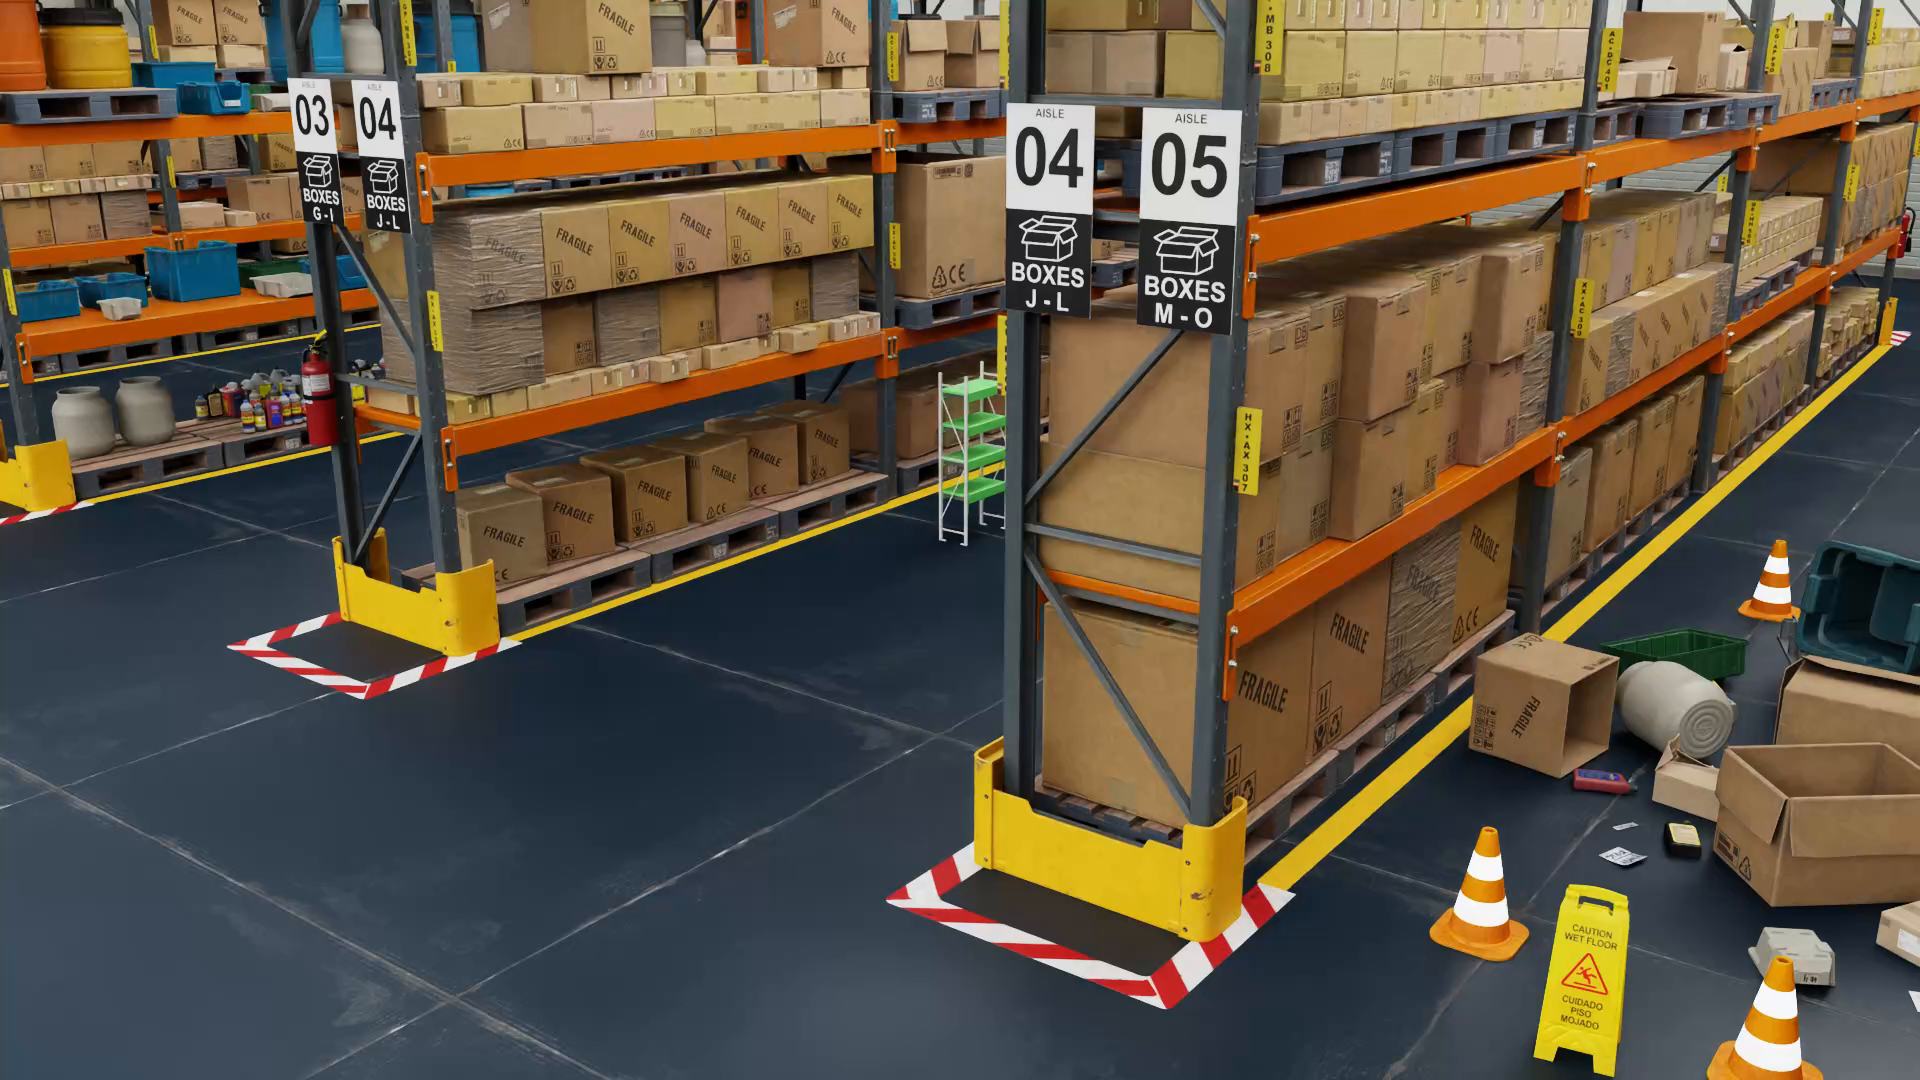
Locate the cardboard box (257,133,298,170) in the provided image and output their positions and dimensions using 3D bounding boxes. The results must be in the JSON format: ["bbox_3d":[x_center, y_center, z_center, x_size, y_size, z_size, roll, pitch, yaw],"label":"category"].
[{"bbox_3d":[-9.975,-5.679,24.268,0.500,0.500,0.500,13,22,36],"label":"cardboard box"}]

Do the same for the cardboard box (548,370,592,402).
[{"bbox_3d":[-2.483,-0.960,10.199,0.380,0.149,0.250,12,21,35],"label":"cardboard box"}]

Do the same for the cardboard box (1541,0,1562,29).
[{"bbox_3d":[2.742,-2.608,8.229,0.380,0.149,0.250,12,21,35],"label":"cardboard box"}]

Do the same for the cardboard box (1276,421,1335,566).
[{"bbox_3d":[1.116,-0.280,7.334,0.875,0.550,0.550,12,21,35],"label":"cardboard box"}]

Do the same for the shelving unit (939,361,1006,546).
[{"bbox_3d":[0.099,-0.612,11.693,0.258,1.200,0.503,12,21,35],"label":"shelving unit"}]

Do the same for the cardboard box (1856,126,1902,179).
[{"bbox_3d":[9.477,-4.056,17.391,0.500,0.500,0.500,14,22,37],"label":"cardboard box"}]

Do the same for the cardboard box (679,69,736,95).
[{"bbox_3d":[-1.661,-2.938,10.670,0.380,0.149,0.250,14,22,37],"label":"cardboard box"}]

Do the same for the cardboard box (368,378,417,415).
[{"bbox_3d":[-3.298,-0.862,9.885,0.380,0.149,0.250,12,21,35],"label":"cardboard box"}]

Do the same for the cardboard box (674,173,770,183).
[{"bbox_3d":[-1.688,-2.316,11.787,0.500,0.500,0.500,12,21,35],"label":"cardboard box"}]

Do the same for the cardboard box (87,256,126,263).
[{"bbox_3d":[-11.824,-3.897,22.708,0.700,0.500,0.500,13,21,35],"label":"cardboard box"}]

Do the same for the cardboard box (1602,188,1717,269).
[{"bbox_3d":[5.112,-2.302,12.246,0.700,0.500,0.500,12,21,34],"label":"cardboard box"}]

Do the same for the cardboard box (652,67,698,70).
[{"bbox_3d":[-1.983,-3.108,11.218,0.380,0.149,0.250,12,21,34],"label":"cardboard box"}]

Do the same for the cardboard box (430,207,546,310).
[{"bbox_3d":[-2.755,-1.628,9.571,0.500,0.500,0.500,12,21,35],"label":"cardboard box"}]

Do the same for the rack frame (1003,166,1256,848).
[{"bbox_3d":[0.621,0.023,6.612,1.000,3.000,0.127,12,21,35],"label":"rack frame"}]

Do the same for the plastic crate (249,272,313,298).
[{"bbox_3d":[-5.661,-2.148,14.047,0.530,0.136,0.437,12,21,35],"label":"plastic crate"}]

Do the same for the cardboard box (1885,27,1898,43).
[{"bbox_3d":[8.961,-4.956,16.326,0.380,0.149,0.250,14,22,37],"label":"cardboard box"}]

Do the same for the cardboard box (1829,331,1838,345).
[{"bbox_3d":[8.785,-2.112,17.083,0.380,0.149,0.250,14,22,37],"label":"cardboard box"}]

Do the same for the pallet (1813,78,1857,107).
[{"bbox_3d":[7.318,-4.050,14.986,1.213,0.211,1.003,12,21,35],"label":"pallet"}]

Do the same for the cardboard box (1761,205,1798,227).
[{"bbox_3d":[7.068,-2.824,14.492,0.380,0.149,0.250,12,21,33],"label":"cardboard box"}]

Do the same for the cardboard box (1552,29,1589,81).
[{"bbox_3d":[2.917,-2.518,8.612,0.500,0.250,0.500,12,21,34],"label":"cardboard box"}]

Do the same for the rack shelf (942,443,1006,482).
[{"bbox_3d":[0.099,-0.551,11.712,0.258,0.148,0.480,12,21,35],"label":"rack shelf"}]

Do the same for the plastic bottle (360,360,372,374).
[{"bbox_3d":[-5.523,-1.519,15.417,0.061,0.283,0.133,12,21,35],"label":"plastic bottle"}]

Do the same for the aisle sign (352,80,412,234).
[{"bbox_3d":[-3.098,-2.051,8.908,0.394,0.787,0.004,12,21,35],"label":"aisle sign"}]

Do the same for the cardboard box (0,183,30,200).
[{"bbox_3d":[-9.620,-3.534,16.805,0.380,0.149,0.250,13,22,36],"label":"cardboard box"}]

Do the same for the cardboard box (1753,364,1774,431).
[{"bbox_3d":[6.613,-1.256,14.237,0.500,0.500,0.500,12,21,33],"label":"cardboard box"}]

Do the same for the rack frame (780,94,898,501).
[{"bbox_3d":[-0.919,-1.830,12.579,1.000,3.000,0.127,12,21,35],"label":"rack frame"}]

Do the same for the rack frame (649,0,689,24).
[{"bbox_3d":[-4.106,-8.352,23.465,1.000,3.000,0.127,12,21,35],"label":"rack frame"}]

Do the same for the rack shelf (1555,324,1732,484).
[{"bbox_3d":[4.196,-1.062,11.320,1.077,0.370,4.000,12,21,35],"label":"rack shelf"}]

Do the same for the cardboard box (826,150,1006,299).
[{"bbox_3d":[-0.333,-2.482,12.958,1.000,1.000,1.000,13,21,35],"label":"cardboard box"}]

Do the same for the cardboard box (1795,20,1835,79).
[{"bbox_3d":[7.457,-4.445,15.065,0.700,0.500,0.500,12,21,35],"label":"cardboard box"}]

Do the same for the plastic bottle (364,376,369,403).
[{"bbox_3d":[-5.227,-1.322,14.782,0.061,0.283,0.133,14,22,38],"label":"plastic bottle"}]

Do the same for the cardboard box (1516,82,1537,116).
[{"bbox_3d":[2.589,-2.165,8.145,0.380,0.149,0.250,13,21,35],"label":"cardboard box"}]

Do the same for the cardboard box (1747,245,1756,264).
[{"bbox_3d":[6.153,-2.314,13.351,0.380,0.149,0.250,12,21,33],"label":"cardboard box"}]

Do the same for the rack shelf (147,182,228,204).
[{"bbox_3d":[-11.661,-4.589,22.676,1.077,0.370,4.000,12,21,35],"label":"rack shelf"}]

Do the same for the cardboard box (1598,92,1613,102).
[{"bbox_3d":[3.565,-2.646,9.499,0.258,0.266,0.396,12,21,34],"label":"cardboard box"}]

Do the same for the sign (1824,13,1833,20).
[{"bbox_3d":[9.719,-5.734,18.617,0.100,0.325,0.005,12,21,35],"label":"sign"}]

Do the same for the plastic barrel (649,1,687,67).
[{"bbox_3d":[-3.177,-5.173,17.440,0.600,0.901,0.600,0,17,0],"label":"plastic barrel"}]

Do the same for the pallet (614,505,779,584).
[{"bbox_3d":[-2.017,-0.040,11.518,1.003,0.211,1.213,12,21,35],"label":"pallet"}]

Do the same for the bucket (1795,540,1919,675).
[{"bbox_3d":[4.775,0.348,8.523,0.620,0.611,0.726,0,14,-35],"label":"bucket"}]

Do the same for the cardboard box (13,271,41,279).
[{"bbox_3d":[-9.996,-2.534,17.509,0.500,0.500,0.500,12,21,35],"label":"cardboard box"}]

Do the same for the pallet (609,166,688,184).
[{"bbox_3d":[-4.669,-5.224,23.833,1.003,0.211,1.213,12,21,35],"label":"pallet"}]

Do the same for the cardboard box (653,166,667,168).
[{"bbox_3d":[-4.568,-5.662,24.042,0.700,0.500,0.500,5,18,16],"label":"cardboard box"}]

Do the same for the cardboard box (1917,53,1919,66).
[{"bbox_3d":[10.084,-5.233,17.888,0.500,0.250,0.500,12,21,33],"label":"cardboard box"}]

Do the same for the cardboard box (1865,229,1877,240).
[{"bbox_3d":[9.558,-3.303,17.745,0.380,0.149,0.250,11,21,32],"label":"cardboard box"}]

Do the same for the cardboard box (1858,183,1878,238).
[{"bbox_3d":[8.887,-3.331,16.742,0.500,0.500,0.500,12,21,34],"label":"cardboard box"}]

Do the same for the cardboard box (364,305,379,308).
[{"bbox_3d":[-7.213,-3.011,20.309,0.500,0.250,0.500,13,21,36],"label":"cardboard box"}]

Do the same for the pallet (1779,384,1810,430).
[{"bbox_3d":[7.308,-1.318,15.631,1.003,0.211,1.213,12,21,35],"label":"pallet"}]

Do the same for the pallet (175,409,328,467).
[{"bbox_3d":[-6.057,-0.929,14.380,1.003,0.211,1.213,12,21,35],"label":"pallet"}]

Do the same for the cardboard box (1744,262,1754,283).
[{"bbox_3d":[6.137,-2.162,13.364,0.380,0.149,0.250,14,22,37],"label":"cardboard box"}]

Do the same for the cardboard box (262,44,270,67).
[{"bbox_3d":[-7.684,-5.588,19.166,0.500,0.250,0.500,10,20,30],"label":"cardboard box"}]

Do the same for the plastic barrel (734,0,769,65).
[{"bbox_3d":[-2.173,-5.631,18.329,0.600,0.830,0.708,12,21,35],"label":"plastic barrel"}]

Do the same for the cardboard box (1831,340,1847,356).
[{"bbox_3d":[8.987,-2.020,17.291,0.380,0.149,0.250,12,21,33],"label":"cardboard box"}]

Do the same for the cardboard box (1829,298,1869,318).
[{"bbox_3d":[9.474,-2.482,17.774,0.380,0.149,0.250,13,22,37],"label":"cardboard box"}]

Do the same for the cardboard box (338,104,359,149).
[{"bbox_3d":[-3.219,-2.398,9.603,0.500,0.250,0.500,13,21,36],"label":"cardboard box"}]

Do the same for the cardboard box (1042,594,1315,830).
[{"bbox_3d":[0.972,0.664,7.422,0.875,0.875,0.875,13,21,35],"label":"cardboard box"}]

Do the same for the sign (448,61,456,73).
[{"bbox_3d":[-4.461,-4.042,14.630,0.100,0.325,0.005,12,21,35],"label":"sign"}]
